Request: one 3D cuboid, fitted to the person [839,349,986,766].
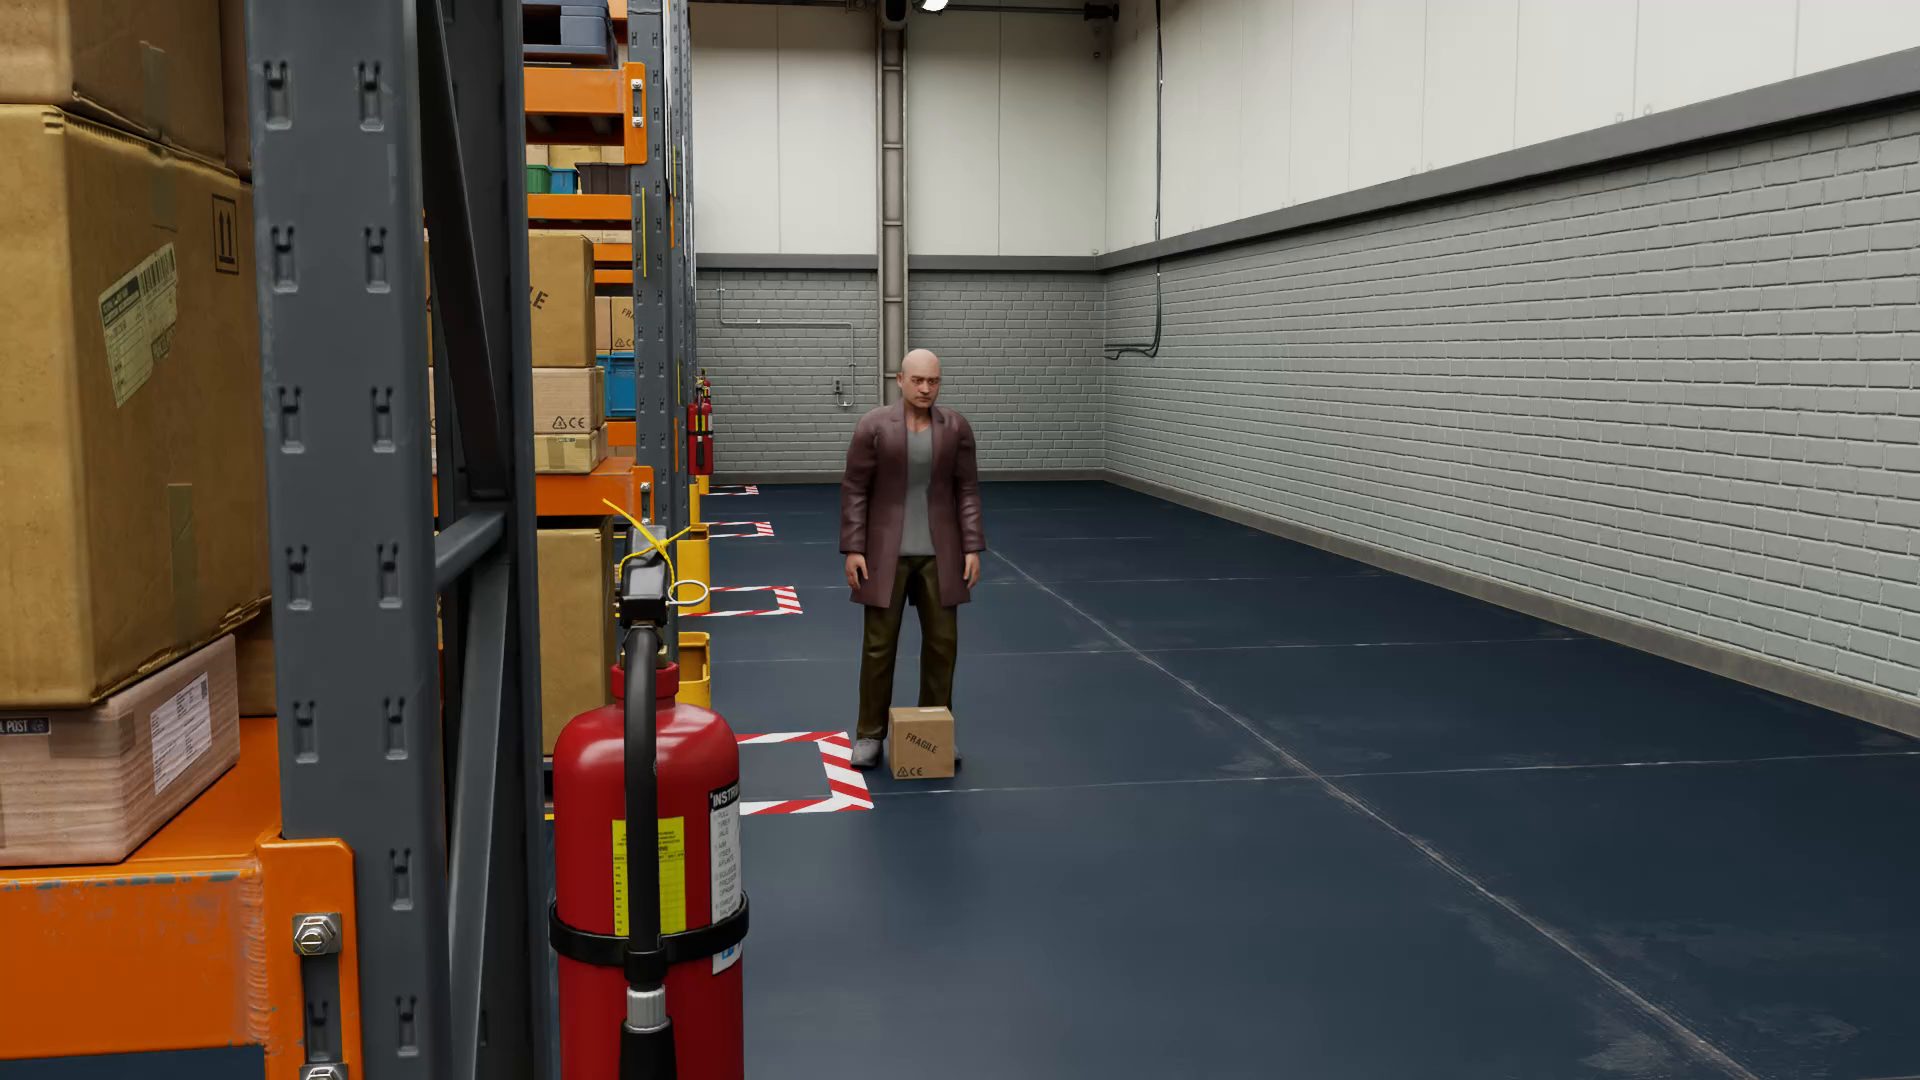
[{"bbox_3d":[-0.200,0.068,7.167,0.645,1.772,0.429,-1,6,-12],"label":"person"}]
